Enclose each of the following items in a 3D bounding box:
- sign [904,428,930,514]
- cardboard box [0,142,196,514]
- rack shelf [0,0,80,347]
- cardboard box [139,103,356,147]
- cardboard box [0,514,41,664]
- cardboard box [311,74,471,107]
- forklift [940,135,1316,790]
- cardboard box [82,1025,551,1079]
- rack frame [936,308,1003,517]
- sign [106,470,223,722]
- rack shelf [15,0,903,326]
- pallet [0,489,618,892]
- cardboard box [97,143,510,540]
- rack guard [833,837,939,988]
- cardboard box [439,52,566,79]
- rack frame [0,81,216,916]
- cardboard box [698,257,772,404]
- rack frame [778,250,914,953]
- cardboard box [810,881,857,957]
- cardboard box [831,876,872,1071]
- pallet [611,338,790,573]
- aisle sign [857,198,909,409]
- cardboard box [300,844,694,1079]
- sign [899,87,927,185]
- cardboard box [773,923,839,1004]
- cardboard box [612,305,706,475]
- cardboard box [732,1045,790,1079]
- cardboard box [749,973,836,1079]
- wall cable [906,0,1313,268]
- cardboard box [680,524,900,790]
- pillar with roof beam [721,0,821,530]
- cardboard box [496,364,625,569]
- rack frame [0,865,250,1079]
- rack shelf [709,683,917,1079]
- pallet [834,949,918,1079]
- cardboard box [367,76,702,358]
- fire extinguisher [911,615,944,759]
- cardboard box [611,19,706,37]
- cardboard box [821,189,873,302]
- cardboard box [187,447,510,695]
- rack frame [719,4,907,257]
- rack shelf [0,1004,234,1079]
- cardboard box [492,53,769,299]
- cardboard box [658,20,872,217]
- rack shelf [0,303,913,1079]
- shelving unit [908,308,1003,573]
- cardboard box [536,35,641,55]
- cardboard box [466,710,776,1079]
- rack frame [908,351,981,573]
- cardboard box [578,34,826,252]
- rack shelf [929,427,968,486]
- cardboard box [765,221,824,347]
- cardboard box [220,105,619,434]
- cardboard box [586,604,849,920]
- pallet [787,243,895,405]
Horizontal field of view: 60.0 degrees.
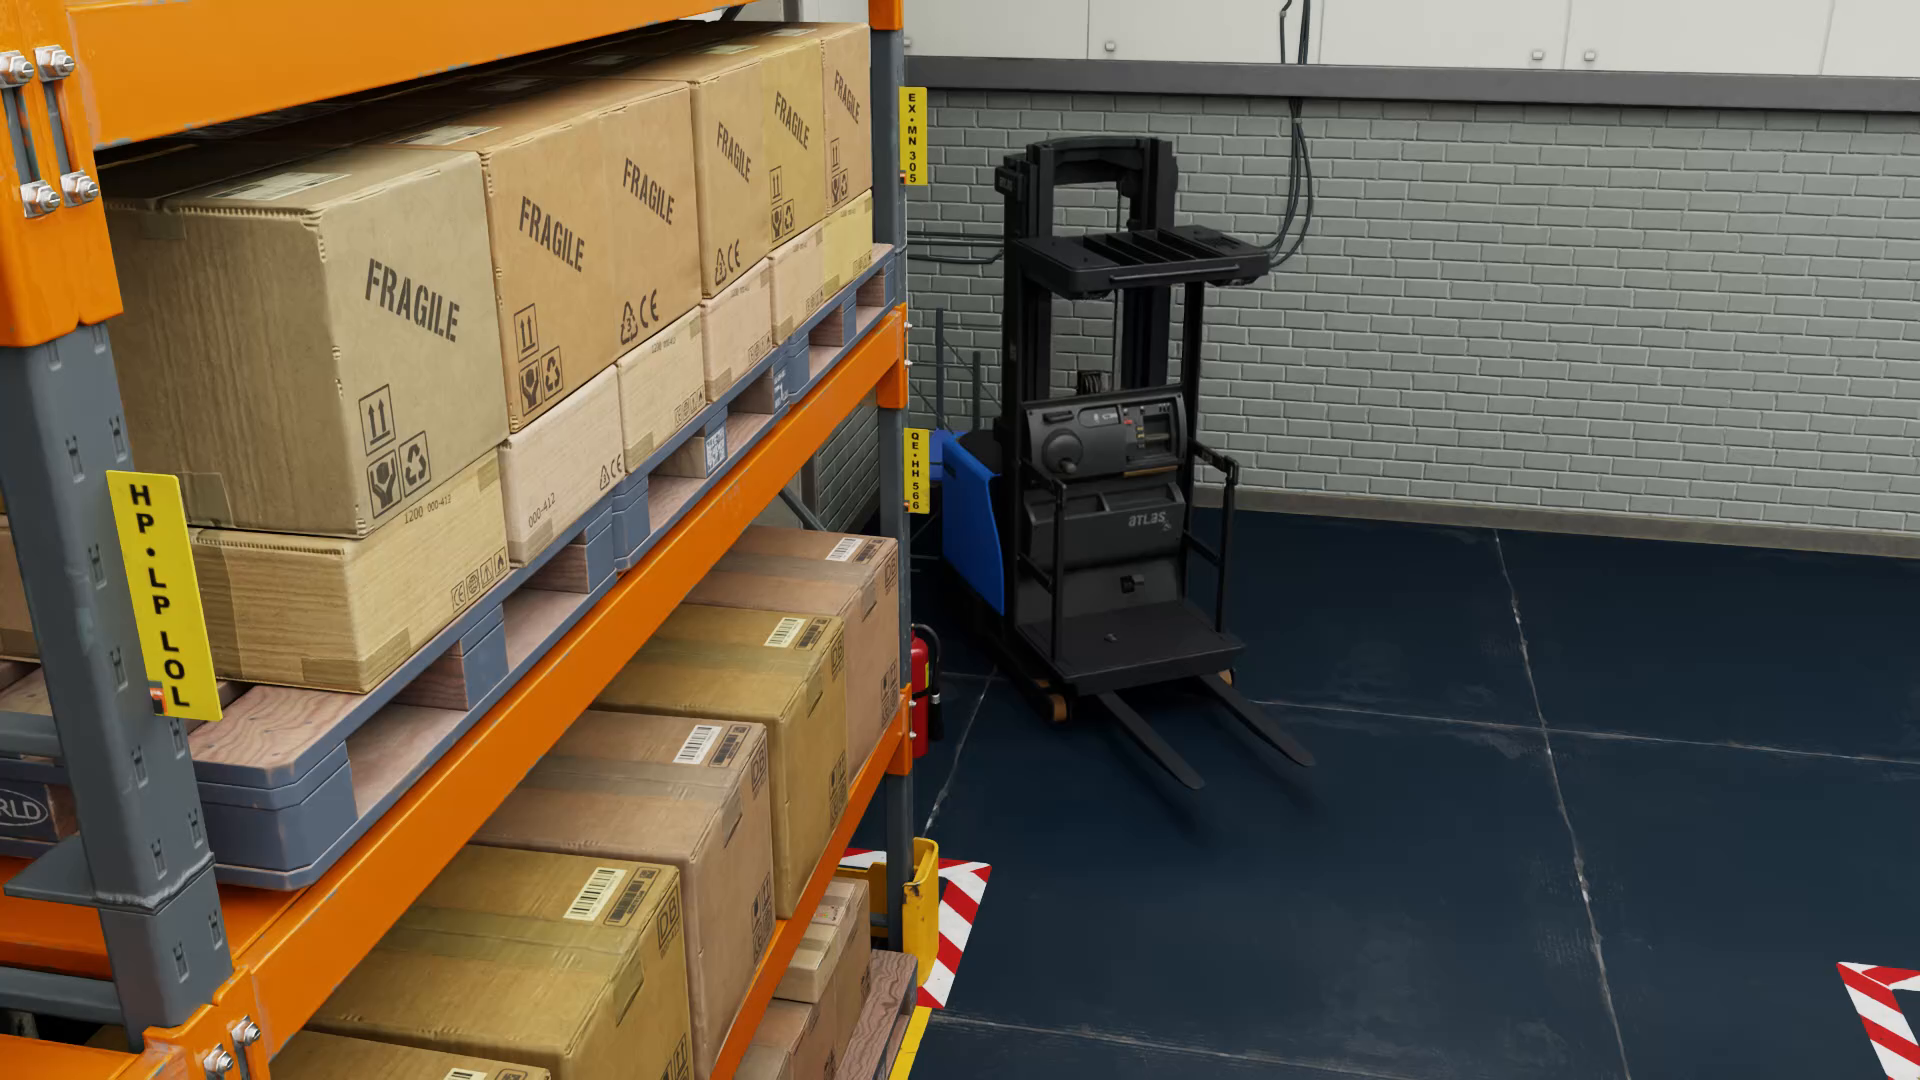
[{"bbox_3d":[-0.162,-0.252,6.097,0.100,0.325,0.005,4,22,11],"label":"sign"},{"bbox_3d":[-1.592,-0.373,2.750,0.500,0.500,0.500,4,22,11],"label":"cardboard box"},{"bbox_3d":[-1.915,0.279,0.113,1.077,0.370,4.000,4,22,11],"label":"rack shelf"},{"bbox_3d":[-1.488,-0.562,3.219,0.500,0.500,0.500,4,22,9],"label":"cardboard box"},{"bbox_3d":[-1.596,-0.020,2.877,0.500,0.250,0.500,5,22,11],"label":"cardboard box"},{"bbox_3d":[-1.402,-0.755,3.698,0.500,0.500,0.500,4,22,9],"label":"cardboard box"},{"bbox_3d":[0.874,-0.549,8.794,1.130,2.935,3.031,-8,23,-19],"label":"forklift"},{"bbox_3d":[-1.380,1.475,3.274,0.980,0.700,0.700,5,22,12],"label":"cardboard box"},{"bbox_3d":[0.086,-0.850,11.458,0.500,1.500,0.032,4,22,11],"label":"rack frame"},{"bbox_3d":[-0.973,0.072,2.031,0.100,0.325,0.005,4,22,11],"label":"sign"},{"bbox_3d":[-1.098,-1.184,3.745,1.077,0.370,4.000,4,22,11],"label":"rack shelf"},{"bbox_3d":[-1.329,0.163,3.038,1.003,0.211,1.213,4,22,11],"label":"pallet"},{"bbox_3d":[-1.087,-0.339,2.666,0.500,0.500,0.500,4,22,10],"label":"cardboard box"},{"bbox_3d":[-0.685,1.499,6.962,1.175,0.500,0.348,4,22,11],"label":"rack guard"},{"bbox_3d":[-1.293,-0.937,4.150,0.500,0.500,0.500,4,22,11],"label":"cardboard box"},{"bbox_3d":[-1.507,-0.971,1.720,1.000,3.000,0.127,4,22,11],"label":"rack frame"},{"bbox_3d":[-0.786,-0.545,4.182,0.500,0.250,0.500,4,22,9],"label":"cardboard box"},{"bbox_3d":[-0.690,0.348,6.473,1.000,3.000,0.127,4,22,11],"label":"rack frame"},{"bbox_3d":[-0.583,1.337,5.935,0.380,0.149,0.250,4,22,10],"label":"cardboard box"},{"bbox_3d":[-0.735,1.577,6.207,0.700,0.500,0.500,4,22,11],"label":"cardboard box"},{"bbox_3d":[-1.078,-0.282,4.143,1.003,0.211,1.213,4,22,11],"label":"pallet"},{"bbox_3d":[-0.382,-0.861,5.996,0.394,0.787,0.004,4,22,11],"label":"aisle sign"},{"bbox_3d":[-1.226,1.208,3.936,0.980,0.700,0.700,4,22,10],"label":"cardboard box"},{"bbox_3d":[-0.162,-1.371,5.647,0.100,0.325,0.005,4,22,11],"label":"sign"},{"bbox_3d":[-0.635,1.430,5.703,0.380,0.149,0.250,5,22,12],"label":"cardboard box"},{"bbox_3d":[-0.892,-0.358,3.716,0.500,0.250,0.500,4,22,9],"label":"cardboard box"},{"bbox_3d":[-0.939,1.944,5.296,0.700,0.500,0.500,4,22,9],"label":"cardboard box"},{"bbox_3d":[-0.837,1.760,5.753,0.700,0.500,0.500,4,22,11],"label":"cardboard box"},{"bbox_3d":[0.814,-3.035,11.001,3.097,2.526,0.112,4,22,11],"label":"wall cable"},{"bbox_3d":[-0.785,0.397,5.952,0.980,0.700,0.700,5,23,13],"label":"cardboard box"},{"bbox_3d":[3.228,-3.160,7.153,9.100,9.000,0.400,4,22,11],"label":"pillar with roof beam"},{"bbox_3d":[-0.990,-0.170,3.249,0.500,0.250,0.500,4,22,10],"label":"cardboard box"},{"bbox_3d":[-1.507,1.811,2.841,1.000,3.000,0.127,4,22,11],"label":"rack frame"},{"bbox_3d":[-1.098,1.414,4.791,1.077,0.370,4.000,4,22,11],"label":"rack shelf"},{"bbox_3d":[-0.777,1.940,6.253,1.003,0.211,1.213,4,22,11],"label":"pallet"},{"bbox_3d":[-0.892,-0.708,3.583,0.500,0.500,0.500,5,22,11],"label":"cardboard box"},{"bbox_3d":[-0.208,0.537,6.607,0.296,0.674,0.183,4,22,11],"label":"fire extinguisher"},{"bbox_3d":[-1.076,-1.314,5.086,0.500,0.500,0.500,4,22,9],"label":"cardboard box"},{"bbox_3d":[-0.580,-0.927,5.129,0.500,0.250,0.500,5,23,13],"label":"cardboard box"},{"bbox_3d":[-1.107,0.016,2.789,0.500,0.250,0.500,4,22,11],"label":"cardboard box"},{"bbox_3d":[-0.690,-2.434,5.353,1.000,3.000,0.127,4,22,11],"label":"rack frame"},{"bbox_3d":[-1.915,1.485,0.599,1.077,0.370,4.000,4,22,11],"label":"rack shelf"},{"bbox_3d":[-0.784,-0.900,4.060,0.500,0.500,0.500,3,22,9],"label":"cardboard box"},{"bbox_3d":[-0.573,-1.274,4.987,0.500,0.500,0.500,4,22,11],"label":"cardboard box"},{"bbox_3d":[-1.098,0.022,4.231,1.077,0.370,4.000,4,22,11],"label":"rack shelf"},{"bbox_3d":[-0.017,-0.665,10.996,0.538,1.500,1.048,4,22,11],"label":"shelving unit"},{"bbox_3d":[-1.191,-1.121,4.608,0.500,0.500,0.500,4,22,10],"label":"cardboard box"},{"bbox_3d":[-1.087,0.942,4.599,0.980,0.700,0.700,3,22,8],"label":"cardboard box"},{"bbox_3d":[-0.121,-0.479,10.534,0.500,1.500,0.032,4,22,11],"label":"rack frame"},{"bbox_3d":[-0.685,-1.092,4.535,0.500,0.500,0.500,5,23,13],"label":"cardboard box"},{"bbox_3d":[-0.017,-0.498,11.063,0.538,0.185,1.000,4,22,11],"label":"rack shelf"},{"bbox_3d":[-0.685,-0.736,4.656,0.500,0.250,0.500,4,22,9],"label":"cardboard box"},{"bbox_3d":[-0.988,-0.527,3.134,0.500,0.500,0.500,4,22,10],"label":"cardboard box"},{"bbox_3d":[-0.922,0.663,5.289,0.980,0.700,0.700,4,22,10],"label":"cardboard box"},{"bbox_3d":[-0.831,-0.730,5.254,1.003,0.211,1.213,4,22,11],"label":"pallet"}]
